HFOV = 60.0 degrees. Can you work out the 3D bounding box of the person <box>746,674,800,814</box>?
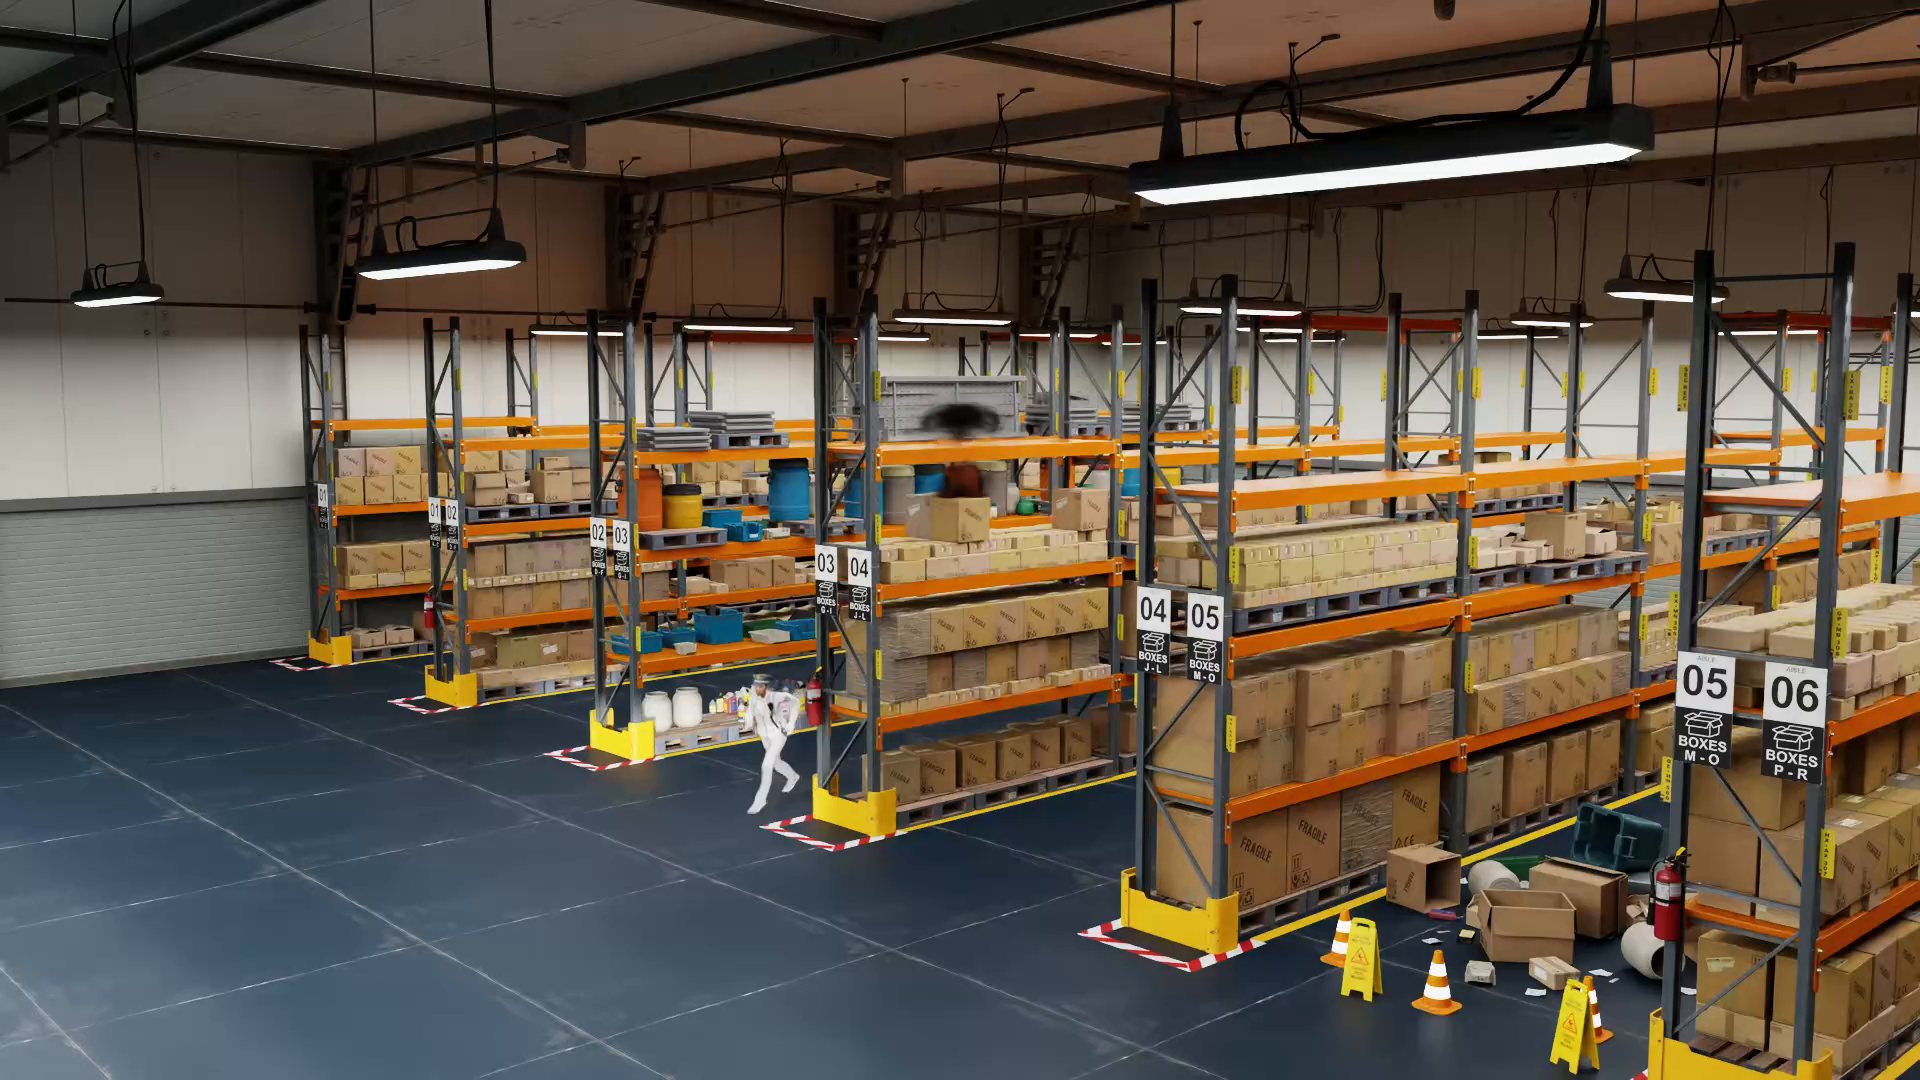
[{"bbox_3d":[-2.201,2.363,19.834,0.652,1.658,1.006,3,7,27],"label":"person"}]
